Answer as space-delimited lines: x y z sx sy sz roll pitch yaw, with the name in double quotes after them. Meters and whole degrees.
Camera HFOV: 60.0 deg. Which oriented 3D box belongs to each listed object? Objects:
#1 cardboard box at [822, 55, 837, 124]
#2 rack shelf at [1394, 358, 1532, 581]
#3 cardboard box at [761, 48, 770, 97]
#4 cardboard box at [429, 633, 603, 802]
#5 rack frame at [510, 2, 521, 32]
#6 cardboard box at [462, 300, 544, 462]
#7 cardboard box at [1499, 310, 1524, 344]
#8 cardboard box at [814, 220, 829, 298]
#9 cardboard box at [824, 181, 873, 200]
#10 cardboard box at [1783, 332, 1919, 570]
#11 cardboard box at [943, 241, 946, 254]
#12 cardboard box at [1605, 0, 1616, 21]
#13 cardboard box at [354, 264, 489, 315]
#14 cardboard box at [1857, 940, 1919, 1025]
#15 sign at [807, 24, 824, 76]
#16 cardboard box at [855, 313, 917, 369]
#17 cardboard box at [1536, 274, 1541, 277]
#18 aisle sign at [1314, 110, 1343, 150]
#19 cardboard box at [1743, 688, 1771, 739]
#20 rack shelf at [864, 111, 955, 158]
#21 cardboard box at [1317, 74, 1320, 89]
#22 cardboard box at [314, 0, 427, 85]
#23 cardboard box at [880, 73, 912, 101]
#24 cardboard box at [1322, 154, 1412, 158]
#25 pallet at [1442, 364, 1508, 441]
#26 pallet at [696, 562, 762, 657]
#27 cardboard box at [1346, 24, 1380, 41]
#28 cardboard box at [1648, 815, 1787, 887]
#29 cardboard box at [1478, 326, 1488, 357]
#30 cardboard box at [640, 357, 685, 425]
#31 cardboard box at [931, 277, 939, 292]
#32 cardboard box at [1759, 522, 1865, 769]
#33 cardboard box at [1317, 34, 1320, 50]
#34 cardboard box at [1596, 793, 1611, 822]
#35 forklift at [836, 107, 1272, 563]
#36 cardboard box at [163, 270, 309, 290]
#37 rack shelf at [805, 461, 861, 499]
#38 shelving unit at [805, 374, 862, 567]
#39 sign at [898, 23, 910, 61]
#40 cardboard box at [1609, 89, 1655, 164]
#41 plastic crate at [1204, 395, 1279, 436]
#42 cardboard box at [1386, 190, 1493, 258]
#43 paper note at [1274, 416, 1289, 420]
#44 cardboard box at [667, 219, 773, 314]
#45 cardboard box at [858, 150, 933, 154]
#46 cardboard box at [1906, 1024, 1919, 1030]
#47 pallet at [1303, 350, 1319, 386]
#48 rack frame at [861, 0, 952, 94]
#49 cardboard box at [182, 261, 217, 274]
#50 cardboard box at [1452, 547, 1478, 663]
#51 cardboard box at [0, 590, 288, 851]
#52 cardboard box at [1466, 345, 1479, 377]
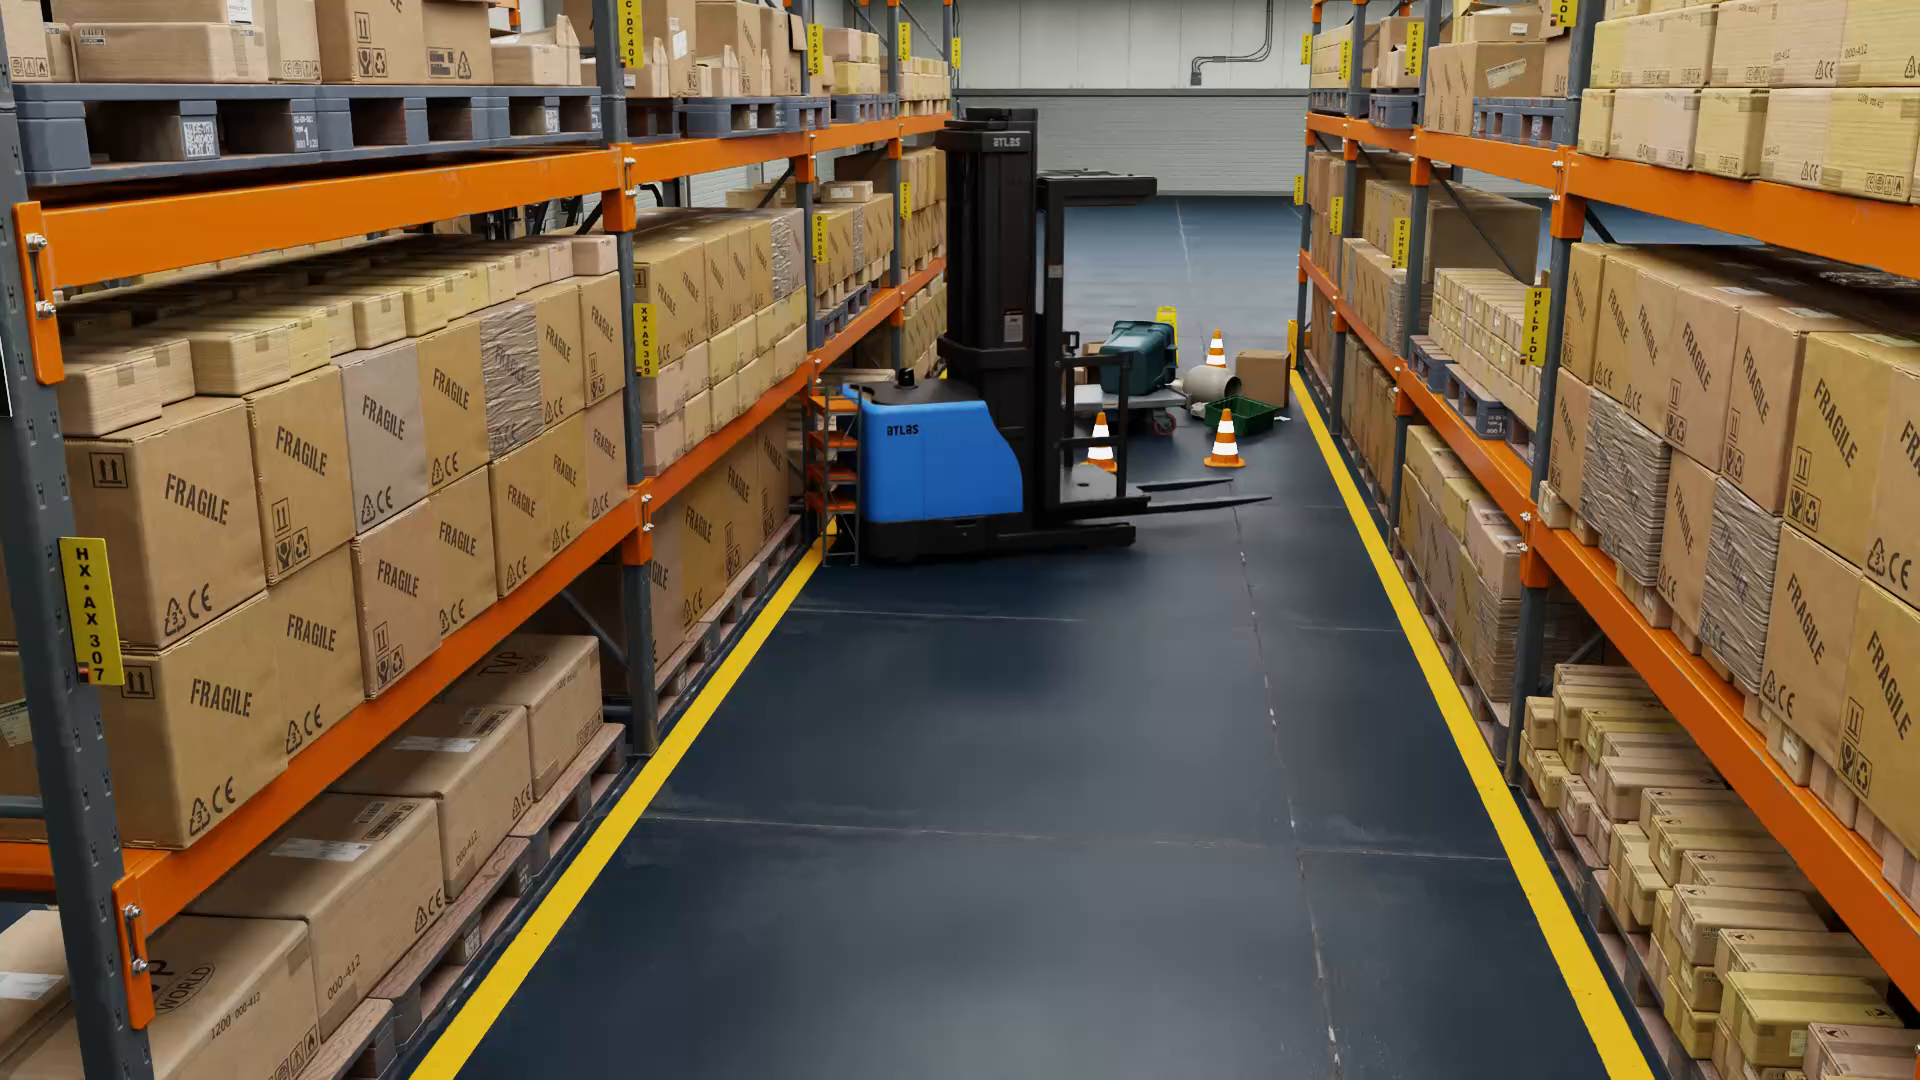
-1.351 -3.378 12.463 0.797 0.503 0.637 2 15 6 "cardboard box"
3.209 -0.498 9.135 1.077 0.370 4.000 2 15 6 "rack shelf"
-1.302 -2.702 9.614 0.396 0.266 0.258 1 15 5 "cardboard box"
-2.124 0.748 7.254 0.875 0.438 0.875 1 15 5 "cardboard box"
-5.524 -6.600 18.829 1.000 3.000 0.127 2 15 6 "rack frame"
-1.838 -0.583 5.964 0.500 0.500 0.500 2 15 7 "cardboard box"
2.956 -1.073 8.422 0.380 0.149 0.250 1 15 4 "cardboard box"
-1.214 -1.988 11.701 0.500 0.500 0.500 1 15 5 "cardboard box"
-0.936 -2.923 13.917 0.380 0.149 0.250 1 15 5 "cardboard box"
2.394 -0.221 4.056 0.500 0.500 0.500 1 15 4 "cardboard box"
-0.340 -3.265 18.471 0.380 0.149 0.250 2 15 6 "cardboard box"
2.710 -2.067 6.381 0.380 0.149 0.250 1 15 5 "cardboard box"
-1.872 -0.871 5.787 0.380 0.149 0.250 1 15 5 "cardboard box"
2.946 1.342 5.039 0.380 0.149 0.250 1 15 4 "cardboard box"
-0.944 -3.201 10.864 0.100 0.325 0.005 2 15 6 "sign"
-0.709 -1.903 15.981 0.500 0.500 0.500 2 15 9 "cardboard box"
3.809 -1.653 11.835 0.500 0.500 0.500 2 15 6 "cardboard box"
4.048 -4.721 18.394 0.394 0.787 0.004 2 15 6 "aisle sign"
2.432 0.476 4.636 0.380 0.149 0.250 1 15 4 "cardboard box"
-0.818 -4.140 16.859 1.077 0.370 4.000 2 15 6 "rack shelf"
3.896 -4.740 17.184 0.380 0.149 0.250 2 15 7 "cardboard box"
-2.021 -1.674 5.173 0.500 0.500 0.500 2 15 7 "cardboard box"
-0.722 -4.146 15.220 0.500 0.250 0.500 1 15 5 "cardboard box"
4.287 -3.792 17.583 0.875 0.550 0.550 2 15 6 "cardboard box"
3.252 -0.757 9.081 1.003 0.211 1.213 2 15 6 "pallet"
-1.799 0.380 9.851 1.003 0.211 1.213 2 15 6 "pallet"
3.611 -4.468 14.651 0.380 0.149 0.250 2 15 6 "cardboard box"
2.537 1.048 5.558 0.380 0.149 0.250 2 15 7 "cardboard box"
3.011 -1.065 8.962 0.380 0.149 0.250 2 15 8 "cardboard box"
-1.616 -0.721 7.910 0.500 0.250 0.500 1 15 5 "cardboard box"
-0.430 -2.731 17.799 0.380 0.149 0.250 2 15 7 "cardboard box"
2.391 0.262 4.187 0.500 0.500 0.500 1 15 5 "cardboard box"
3.926 -5.193 17.331 0.380 0.149 0.250 1 15 5 "cardboard box"
2.661 0.991 6.339 0.380 0.149 0.250 1 15 3 "cardboard box"
0.701 -1.468 11.477 3.031 2.935 1.130 -5 16 -17 "forklift"
-2.430 -0.821 5.603 0.380 0.149 0.250 2 15 6 "cardboard box"
-0.850 -0.403 11.091 0.258 0.148 0.480 -3 15 -18 "rack shelf"
-0.848 -0.468 11.074 0.258 1.200 0.503 -3 15 -18 "shelving unit"
-0.491 -4.393 14.671 0.100 0.325 0.005 2 15 6 "sign"
2.622 -1.460 5.854 0.500 0.250 0.500 1 15 5 "cardboard box"
2.604 -1.155 15.465 0.450 0.188 0.662 22 25 31 "plastic crate"
3.665 -2.408 12.713 0.700 0.500 0.500 2 15 6 "cardboard box"
3.063 -1.169 15.927 0.147 0.020 0.142 -10 18 -32 "paper note"
-1.406 -1.611 9.765 0.500 0.500 0.500 2 15 6 "cardboard box"
-0.647 -3.702 16.930 0.700 0.500 0.500 2 15 6 "cardboard box"
2.951 1.491 5.058 0.380 0.149 0.250 2 15 6 "cardboard box"
4.325 -1.883 18.221 1.003 0.211 1.213 2 15 6 "pallet"
-0.592 -6.454 18.292 1.000 3.000 0.127 2 15 6 "rack frame"
-6.077 -2.035 12.772 0.500 0.250 0.500 2 15 8 "cardboard box"
2.875 0.345 8.623 0.500 0.500 0.500 1 15 5 "cardboard box"
-2.058 0.427 4.144 0.500 0.500 0.500 2 15 6 "cardboard box"
3.036 -0.991 9.258 0.380 0.149 0.250 2 15 7 "cardboard box"
